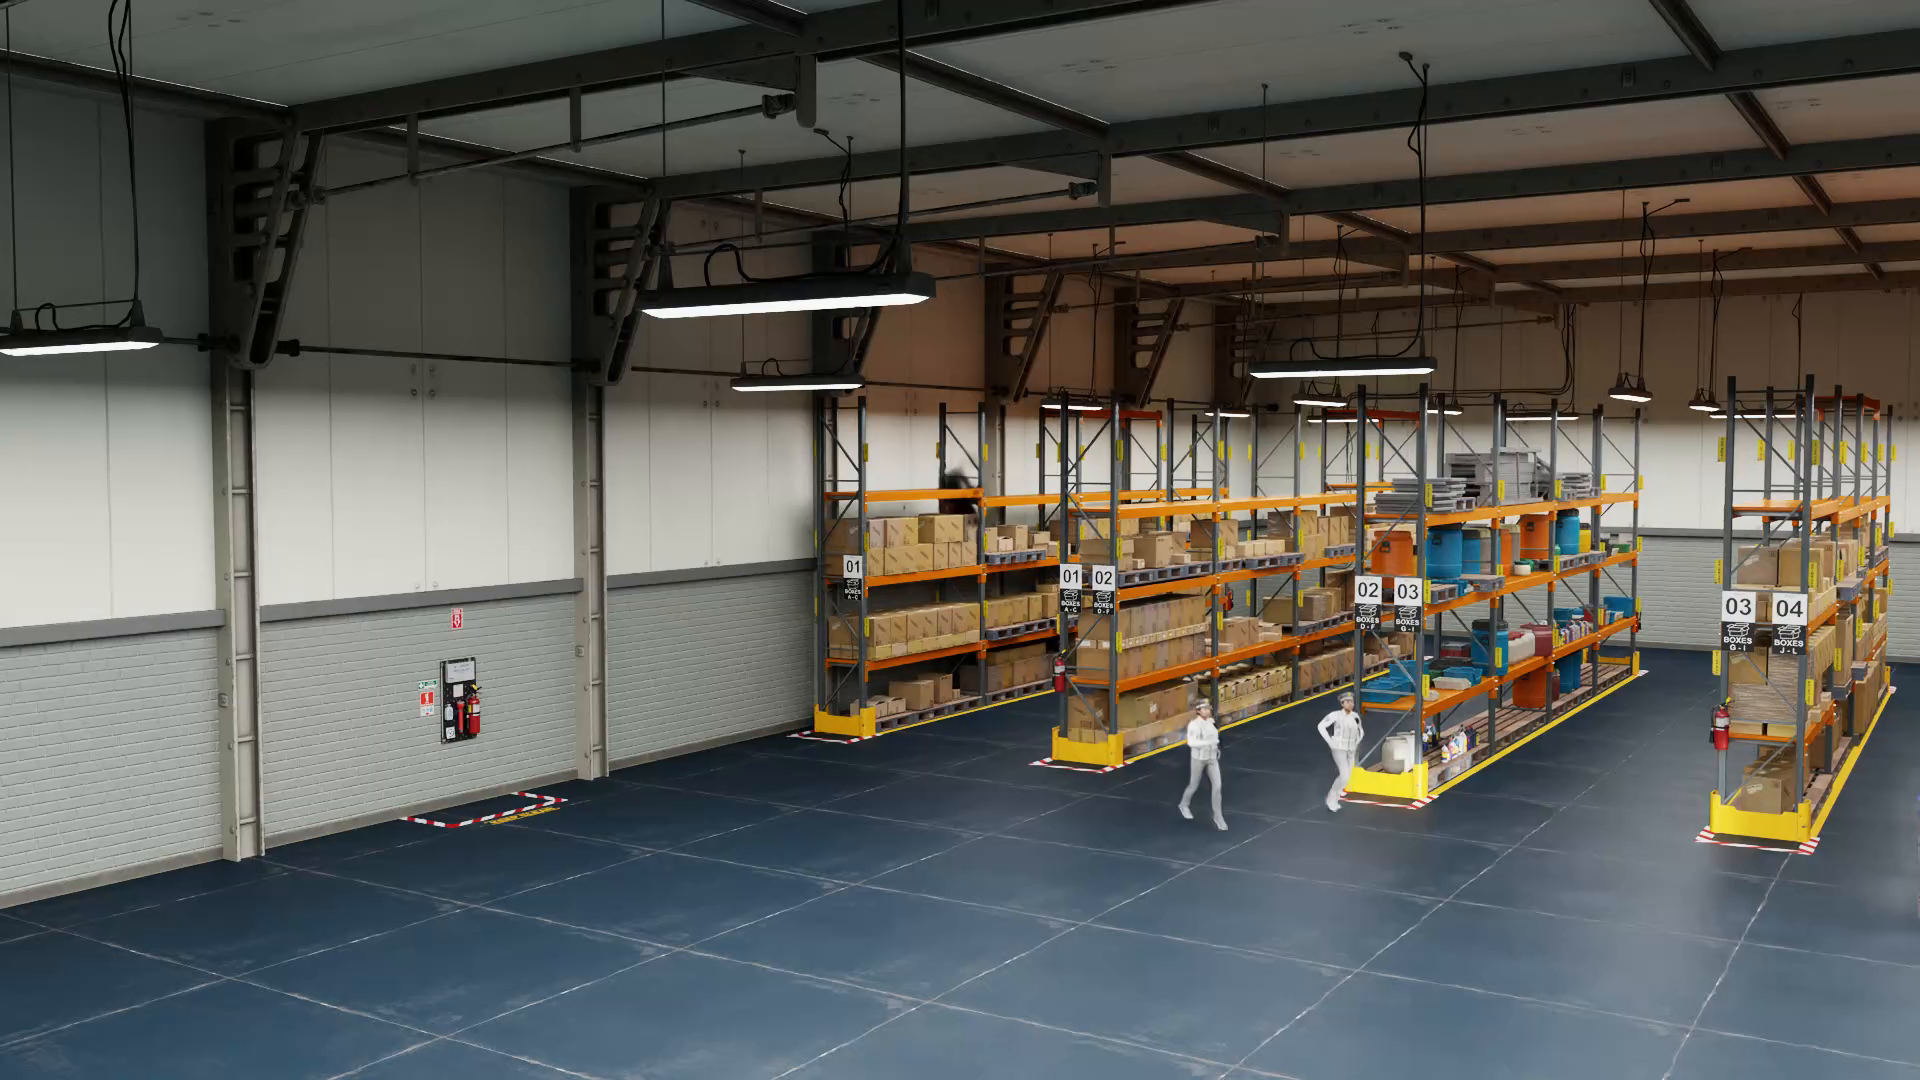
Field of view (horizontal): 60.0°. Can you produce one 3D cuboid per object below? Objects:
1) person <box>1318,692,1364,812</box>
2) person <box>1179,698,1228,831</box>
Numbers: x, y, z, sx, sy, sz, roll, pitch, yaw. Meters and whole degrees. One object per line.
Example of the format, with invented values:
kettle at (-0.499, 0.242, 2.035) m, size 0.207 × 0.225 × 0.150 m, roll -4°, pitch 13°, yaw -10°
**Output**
person at (5.367, 2.946, 23.200) m, size 0.646 × 1.679 × 0.560 m, roll -1°, pitch 3°, yaw -20°
person at (3.266, 2.968, 22.304) m, size 0.595 × 1.724 × 0.862 m, roll -2°, pitch 3°, yaw -27°
